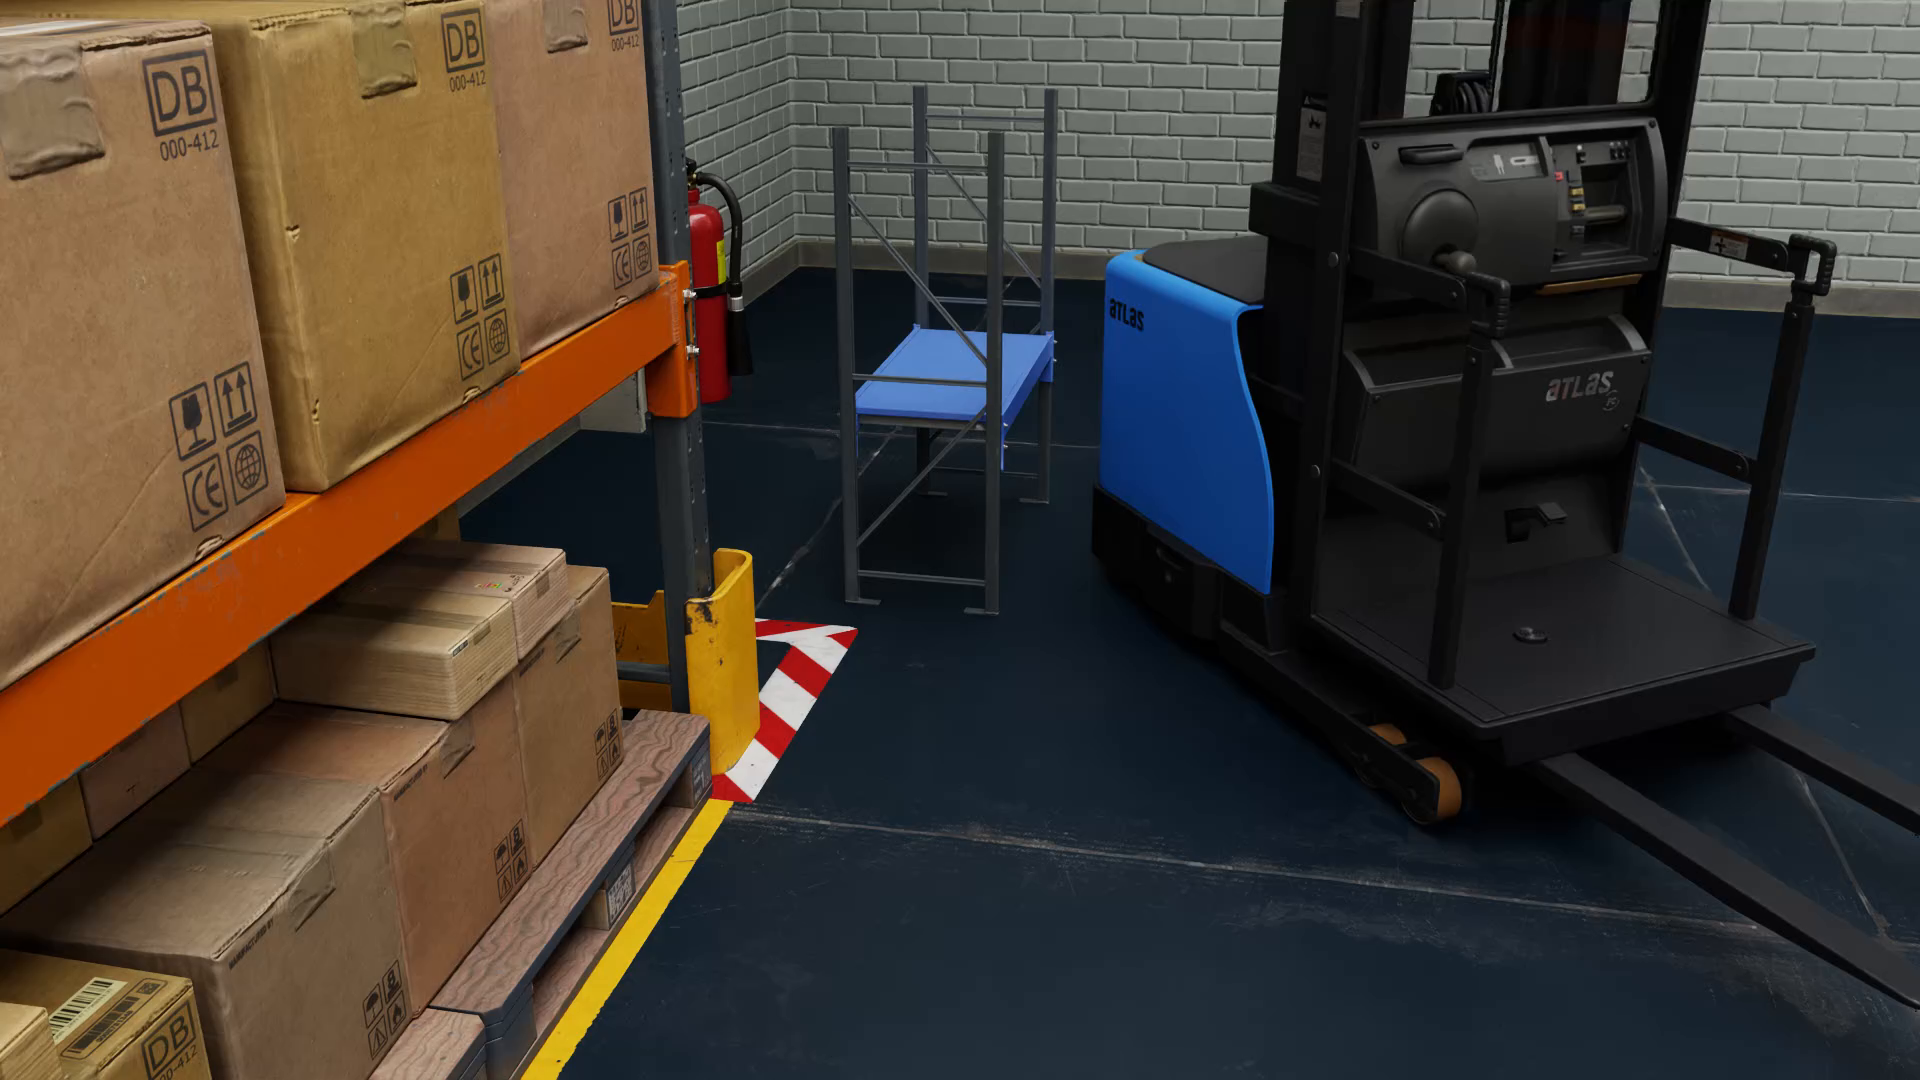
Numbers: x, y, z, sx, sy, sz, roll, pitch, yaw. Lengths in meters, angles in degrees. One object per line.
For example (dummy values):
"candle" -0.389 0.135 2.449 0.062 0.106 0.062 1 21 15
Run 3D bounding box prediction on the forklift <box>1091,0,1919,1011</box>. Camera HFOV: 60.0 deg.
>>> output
"forklift" 1.502 -0.840 4.015 1.130 2.935 3.031 -9 24 -22

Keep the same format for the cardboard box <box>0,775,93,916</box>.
"cardboard box" -1.622 0.460 2.611 0.380 0.149 0.250 5 22 11

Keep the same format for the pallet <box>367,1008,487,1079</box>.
"pallet" -1.488 1.167 2.675 1.003 0.211 1.213 4 22 11

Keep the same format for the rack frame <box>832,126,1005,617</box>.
"rack frame" -0.121 -0.479 5.034 0.500 1.500 0.032 4 22 11

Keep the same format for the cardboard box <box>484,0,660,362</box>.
"cardboard box" -1.244 -0.822 3.478 0.980 0.700 0.700 5 23 13

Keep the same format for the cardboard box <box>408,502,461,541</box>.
"cardboard box" -1.365 -0.004 3.763 0.380 0.149 0.250 5 22 11

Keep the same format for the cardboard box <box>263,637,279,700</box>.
"cardboard box" -1.468 0.182 3.303 0.380 0.149 0.250 5 22 11

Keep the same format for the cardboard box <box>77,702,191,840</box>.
"cardboard box" -1.570 0.366 2.845 0.380 0.149 0.250 5 22 12

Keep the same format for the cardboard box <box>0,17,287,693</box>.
"cardboard box" -1.546 -0.277 2.125 0.980 0.700 0.700 3 22 8

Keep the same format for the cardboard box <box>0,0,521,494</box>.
"cardboard box" -1.382 -0.555 2.815 0.980 0.700 0.700 4 22 10

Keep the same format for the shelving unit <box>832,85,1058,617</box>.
"shelving unit" -0.017 -0.665 5.496 0.538 1.500 1.048 4 22 11

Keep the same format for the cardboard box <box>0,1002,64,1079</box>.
"cardboard box" -1.358 0.689 2.044 0.380 0.149 0.250 4 22 9

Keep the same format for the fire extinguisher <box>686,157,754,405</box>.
"fire extinguisher" -0.667 -0.681 4.133 0.296 0.674 0.183 4 22 11

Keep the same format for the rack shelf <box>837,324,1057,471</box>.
"rack shelf" -0.017 -0.498 5.563 0.538 0.185 1.000 4 22 11

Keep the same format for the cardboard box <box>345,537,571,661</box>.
"cardboard box" -1.043 0.118 3.461 0.380 0.149 0.250 4 22 10

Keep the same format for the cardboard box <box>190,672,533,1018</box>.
"cardboard box" -1.297 0.541 3.279 0.700 0.500 0.500 4 22 11

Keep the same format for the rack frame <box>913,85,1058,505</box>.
"rack frame" 0.086 -0.850 5.958 0.500 1.500 0.032 4 22 11

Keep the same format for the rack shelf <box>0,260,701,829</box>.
"rack shelf" -1.558 0.195 2.317 1.077 0.370 4.000 4 22 11

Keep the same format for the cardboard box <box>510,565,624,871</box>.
"cardboard box" -1.195 0.358 3.733 0.700 0.500 0.500 4 22 11

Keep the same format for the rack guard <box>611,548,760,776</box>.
"rack guard" -1.145 0.281 4.488 1.175 0.500 0.348 4 22 11

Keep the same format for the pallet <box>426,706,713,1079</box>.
"pallet" -1.236 0.722 3.779 1.003 0.211 1.213 4 22 11

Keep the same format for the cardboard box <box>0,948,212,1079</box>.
"cardboard box" -1.500 0.921 2.336 0.700 0.500 0.500 5 22 12

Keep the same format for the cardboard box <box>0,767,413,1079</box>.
"cardboard box" -1.399 0.725 2.822 0.700 0.500 0.500 4 22 9

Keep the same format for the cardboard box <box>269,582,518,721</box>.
"cardboard box" -1.094 0.212 3.228 0.380 0.149 0.250 5 22 12

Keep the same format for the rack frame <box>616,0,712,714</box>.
"rack frame" -1.150 -0.870 3.999 1.000 3.000 0.127 4 22 11

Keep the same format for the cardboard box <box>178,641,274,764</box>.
"cardboard box" -1.519 0.273 3.076 0.380 0.149 0.250 5 22 11

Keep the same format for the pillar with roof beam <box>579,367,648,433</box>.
"pillar with roof beam" 2.769 -4.378 4.679 9.100 9.000 0.400 4 22 11
